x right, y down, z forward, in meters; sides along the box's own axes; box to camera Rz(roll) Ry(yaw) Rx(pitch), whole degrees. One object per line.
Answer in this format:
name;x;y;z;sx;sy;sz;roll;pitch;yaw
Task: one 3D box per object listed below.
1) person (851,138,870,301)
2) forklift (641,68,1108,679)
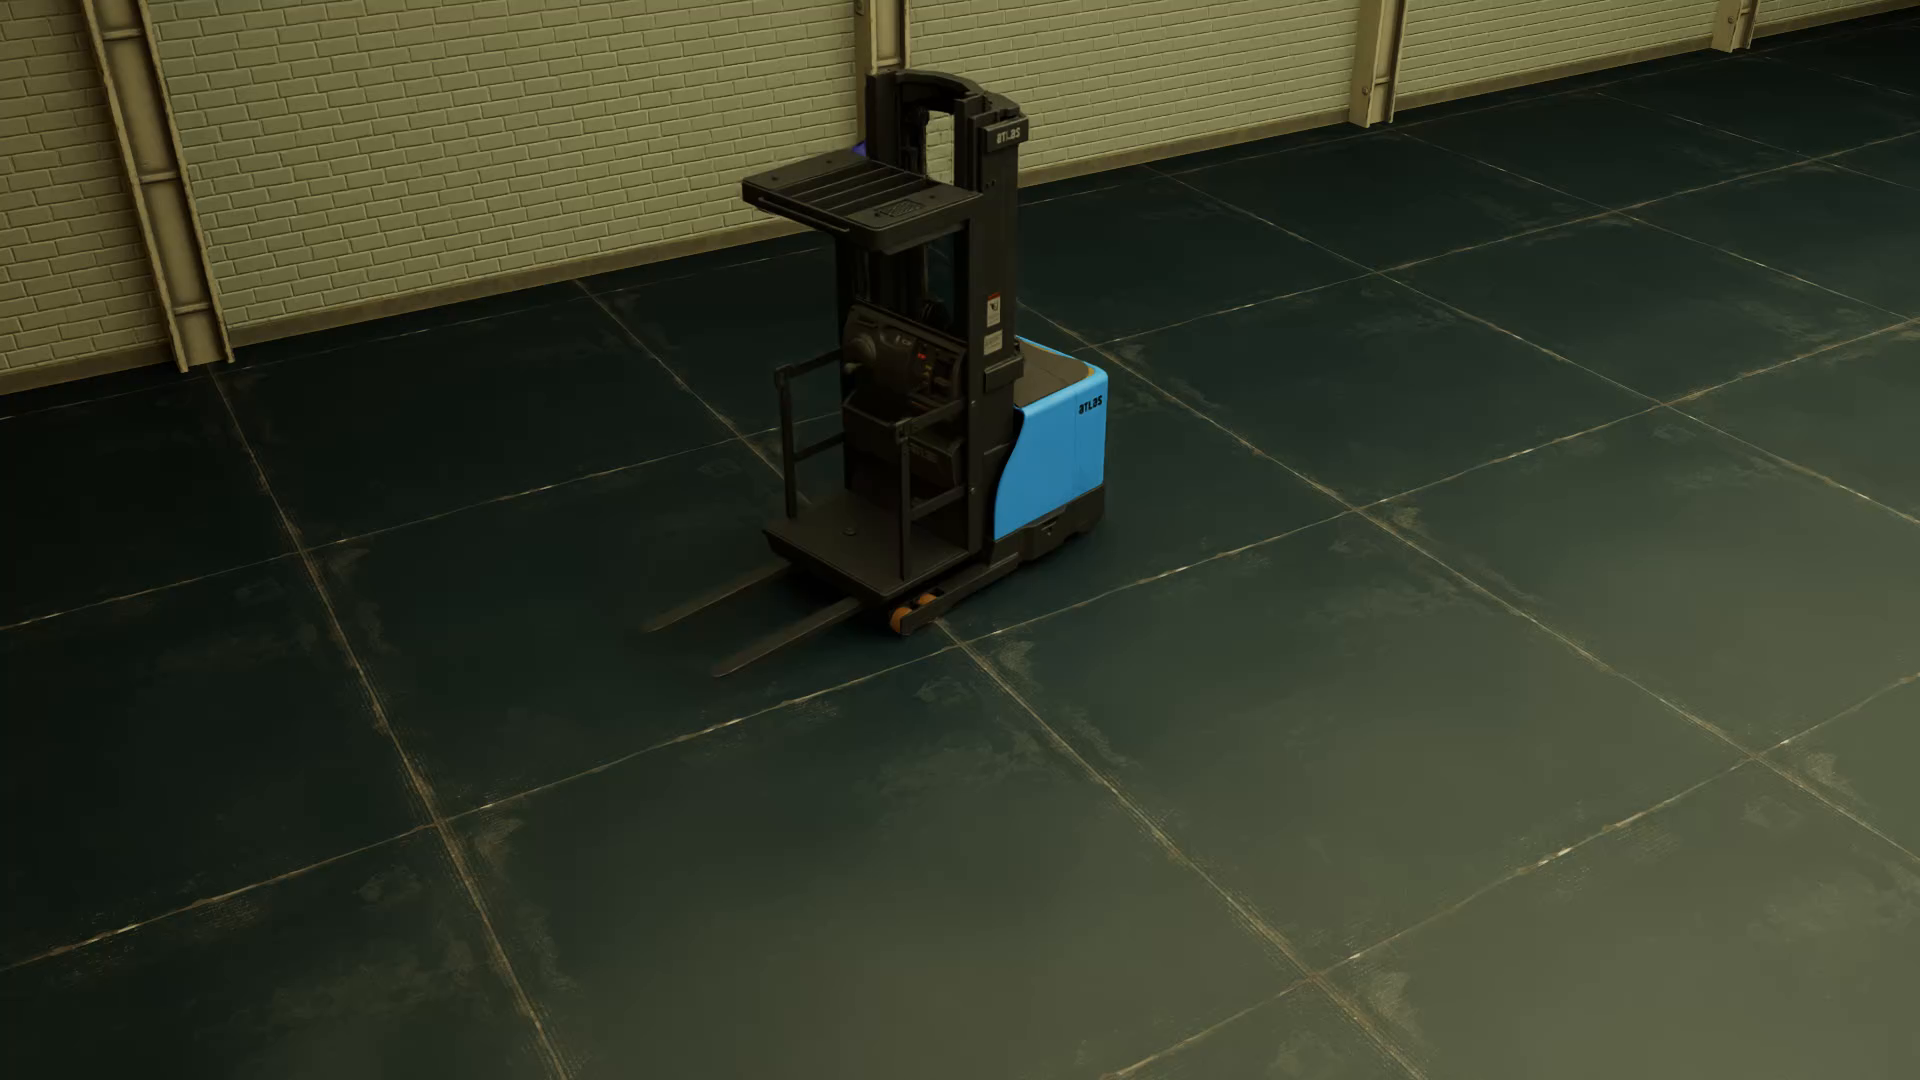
person;-0.608;-2.631;13.306;0.687;1.635;0.385;-4;31;-7
forklift;-0.475;-1.005;9.326;1.130;2.935;3.031;27;40;37
